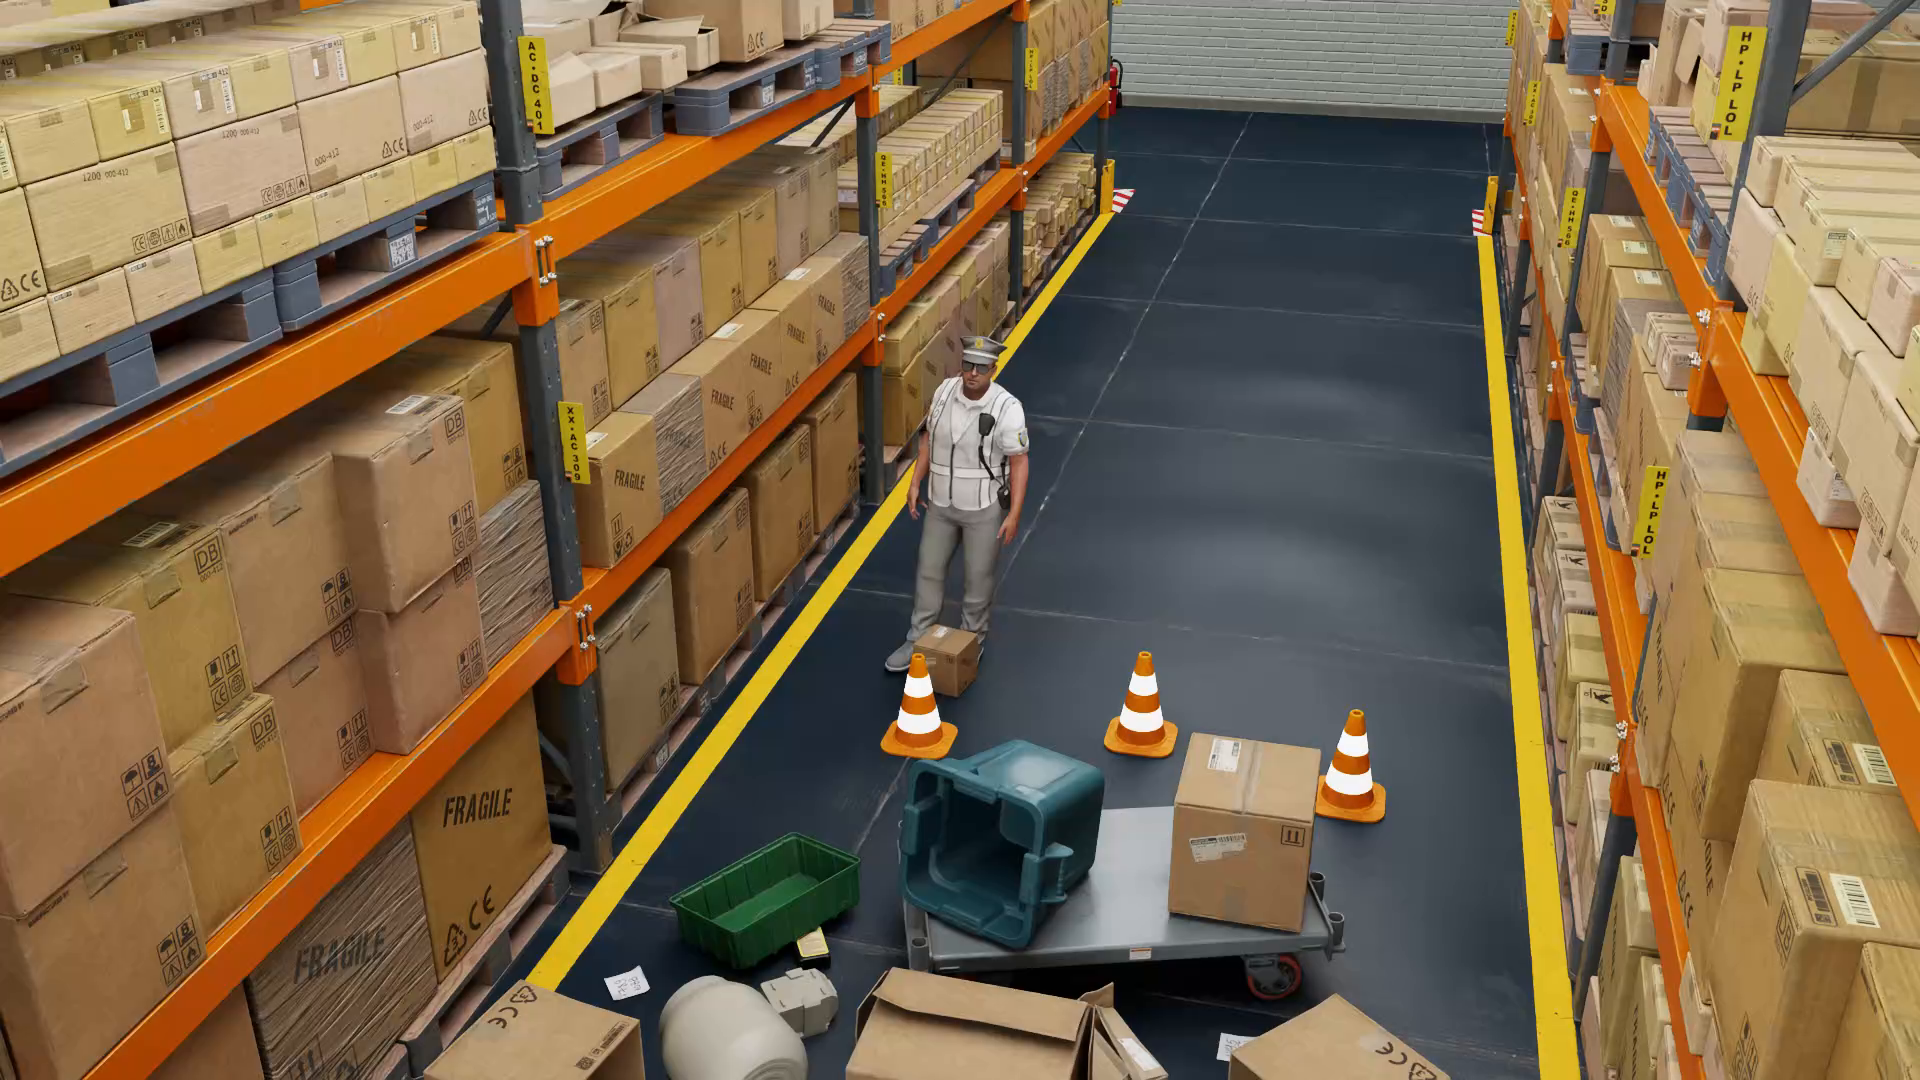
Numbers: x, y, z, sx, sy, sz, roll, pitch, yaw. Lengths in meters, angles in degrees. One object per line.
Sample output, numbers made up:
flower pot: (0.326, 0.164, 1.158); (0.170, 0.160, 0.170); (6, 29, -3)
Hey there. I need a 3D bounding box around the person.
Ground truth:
person: (-0.004, -0.168, 8.404); (0.640, 1.777, 0.574); (12, 28, 24)
